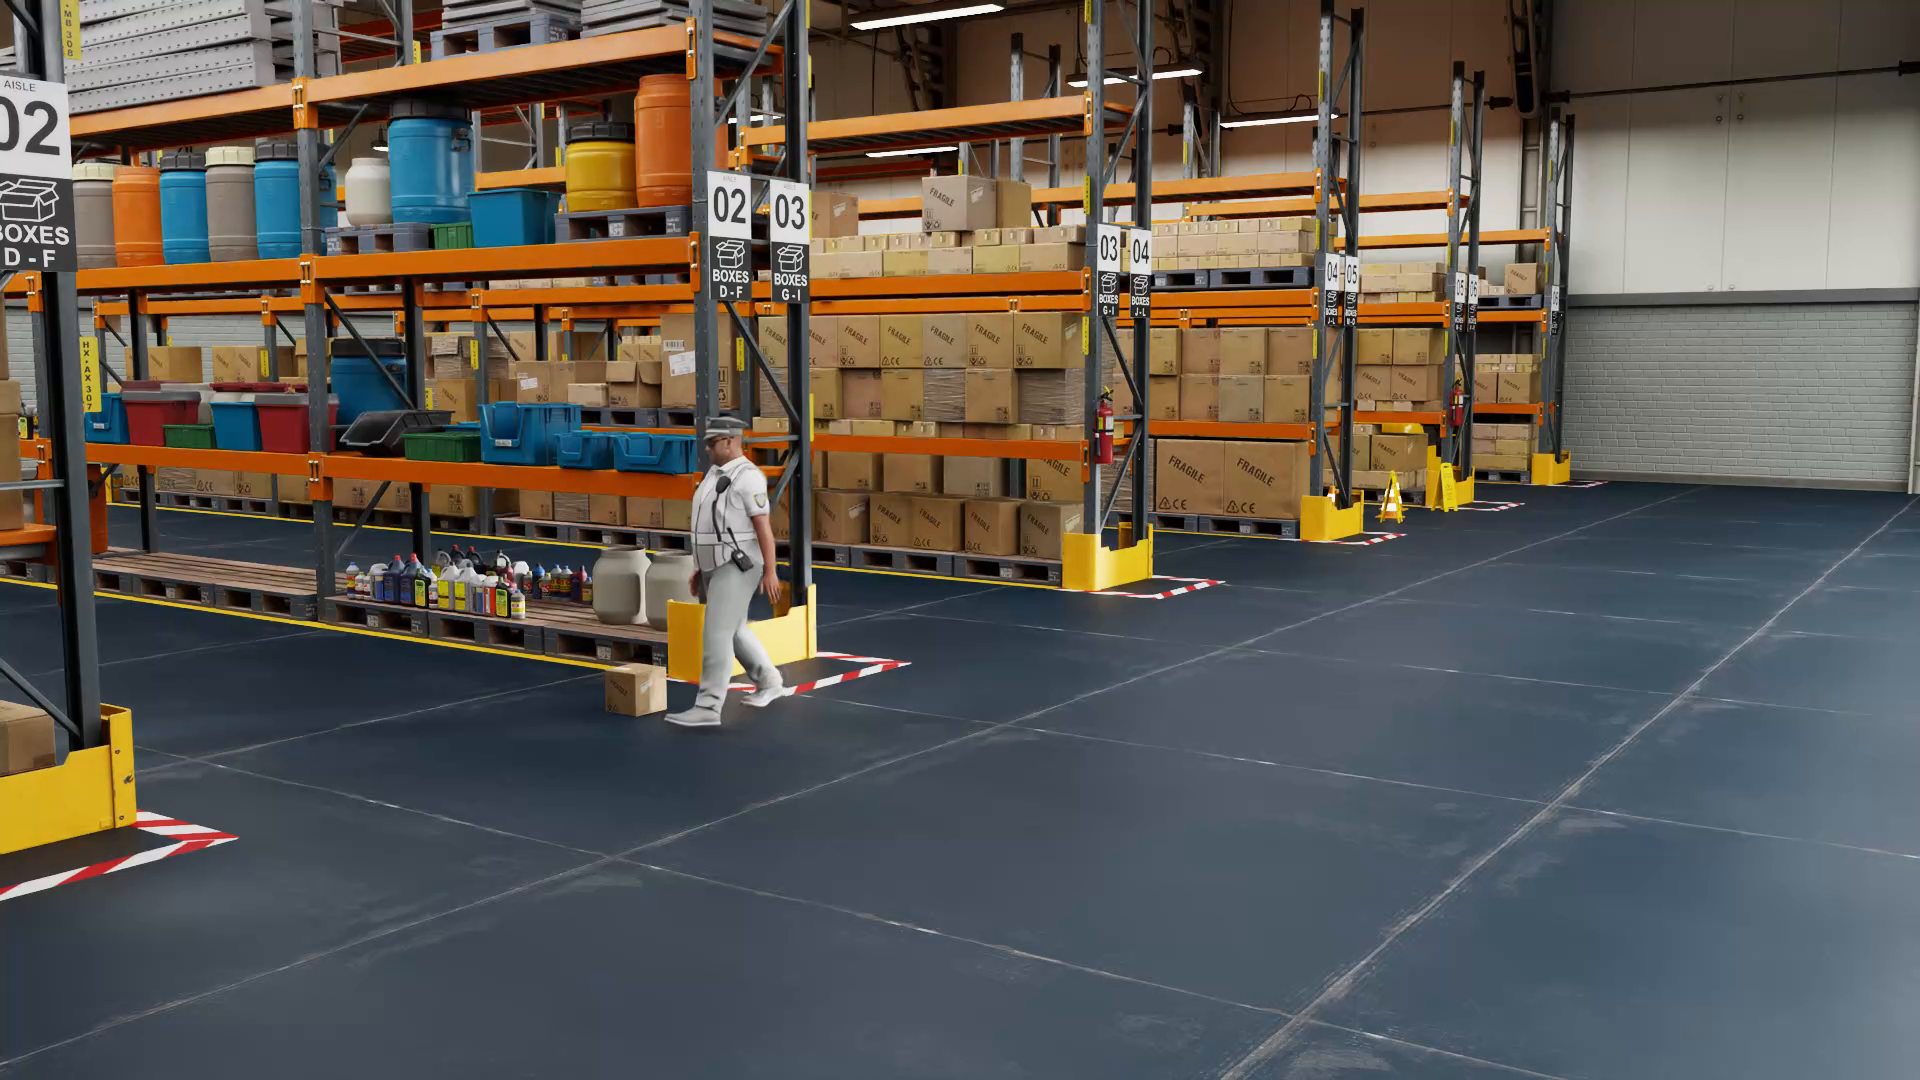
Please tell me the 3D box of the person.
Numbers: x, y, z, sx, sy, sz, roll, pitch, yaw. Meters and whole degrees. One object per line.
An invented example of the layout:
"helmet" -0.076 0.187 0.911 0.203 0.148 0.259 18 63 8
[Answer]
"person" -1.345 0.156 9.394 0.903 1.699 0.601 -4 7 -33
